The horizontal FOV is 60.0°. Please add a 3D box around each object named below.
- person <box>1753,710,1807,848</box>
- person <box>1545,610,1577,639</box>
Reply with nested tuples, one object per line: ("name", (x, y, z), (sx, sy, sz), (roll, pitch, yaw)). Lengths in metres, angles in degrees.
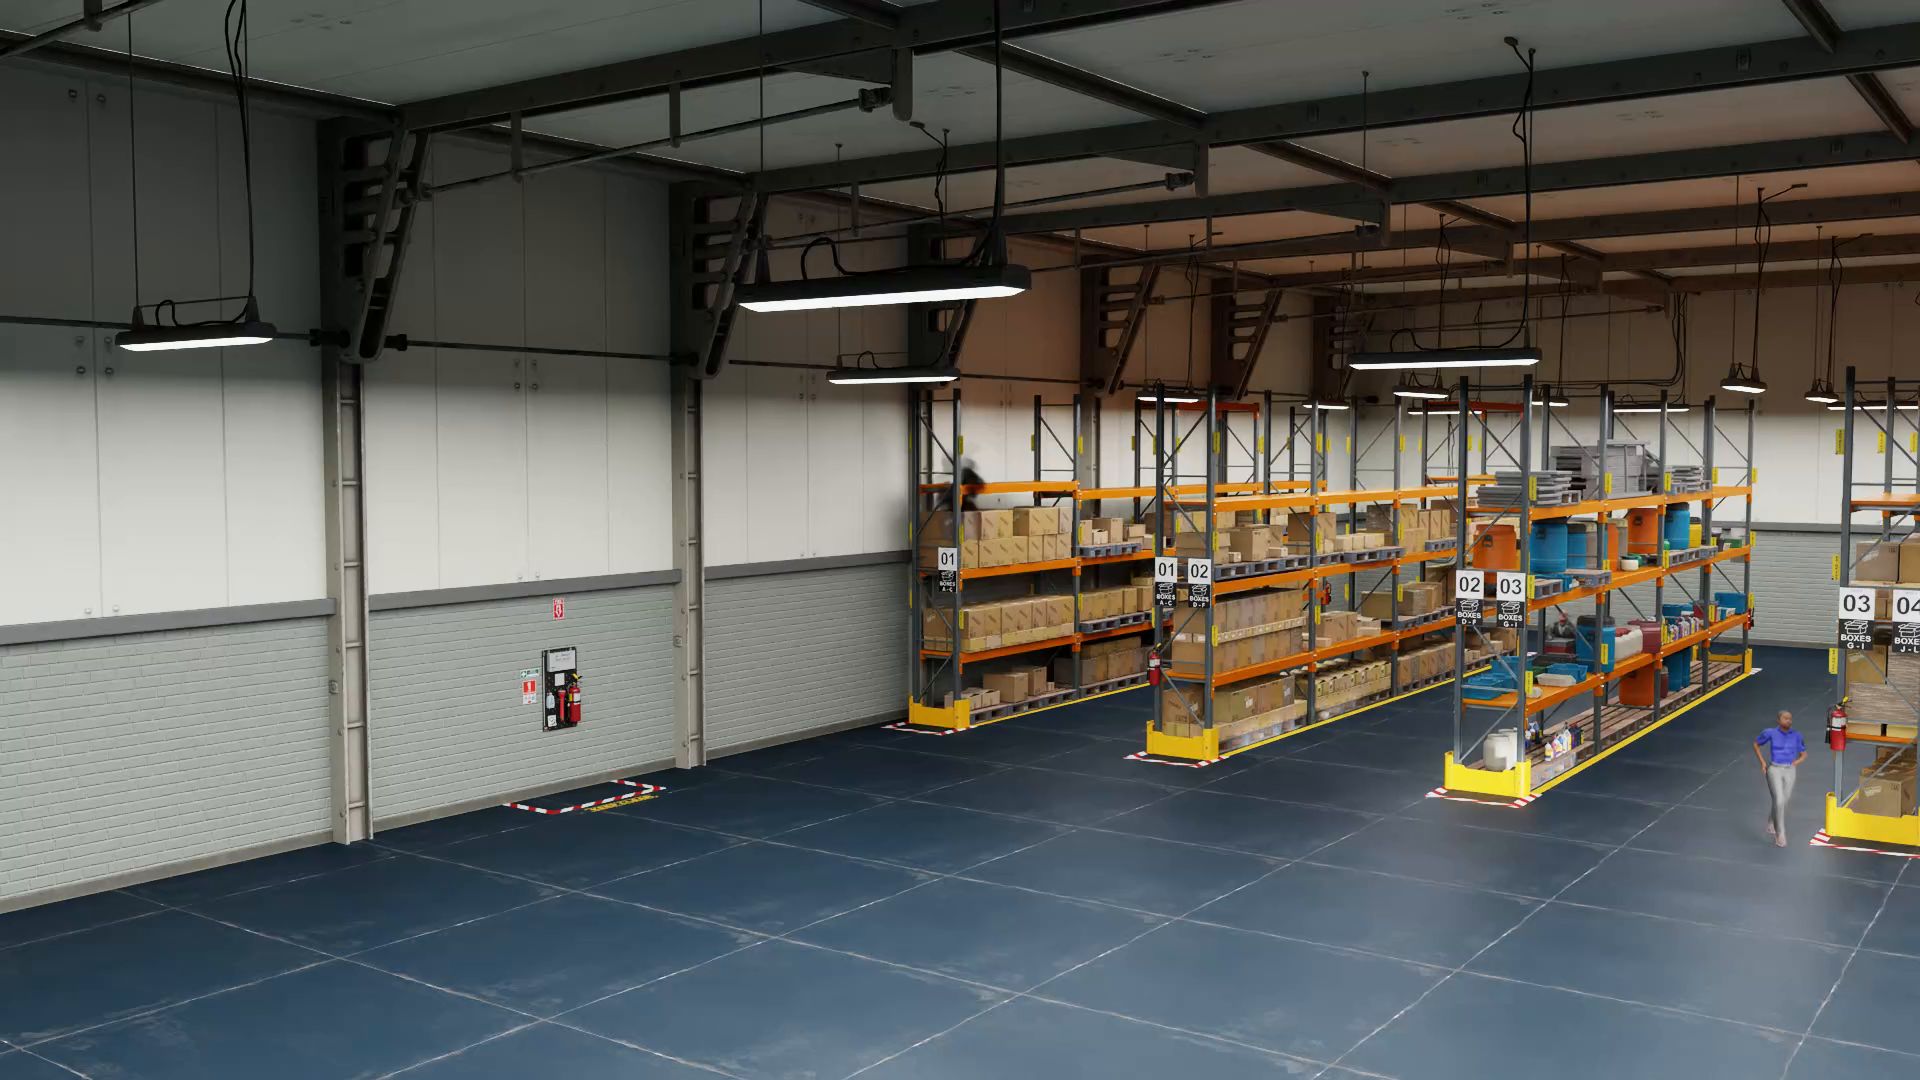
("person", (10.394, 2.986, 21.025), (0.581, 1.661, 0.754), (0, 3, 7))
("person", (11.959, 2.280, 32.970), (0.673, 1.801, 0.760), (3, 4, 38))
